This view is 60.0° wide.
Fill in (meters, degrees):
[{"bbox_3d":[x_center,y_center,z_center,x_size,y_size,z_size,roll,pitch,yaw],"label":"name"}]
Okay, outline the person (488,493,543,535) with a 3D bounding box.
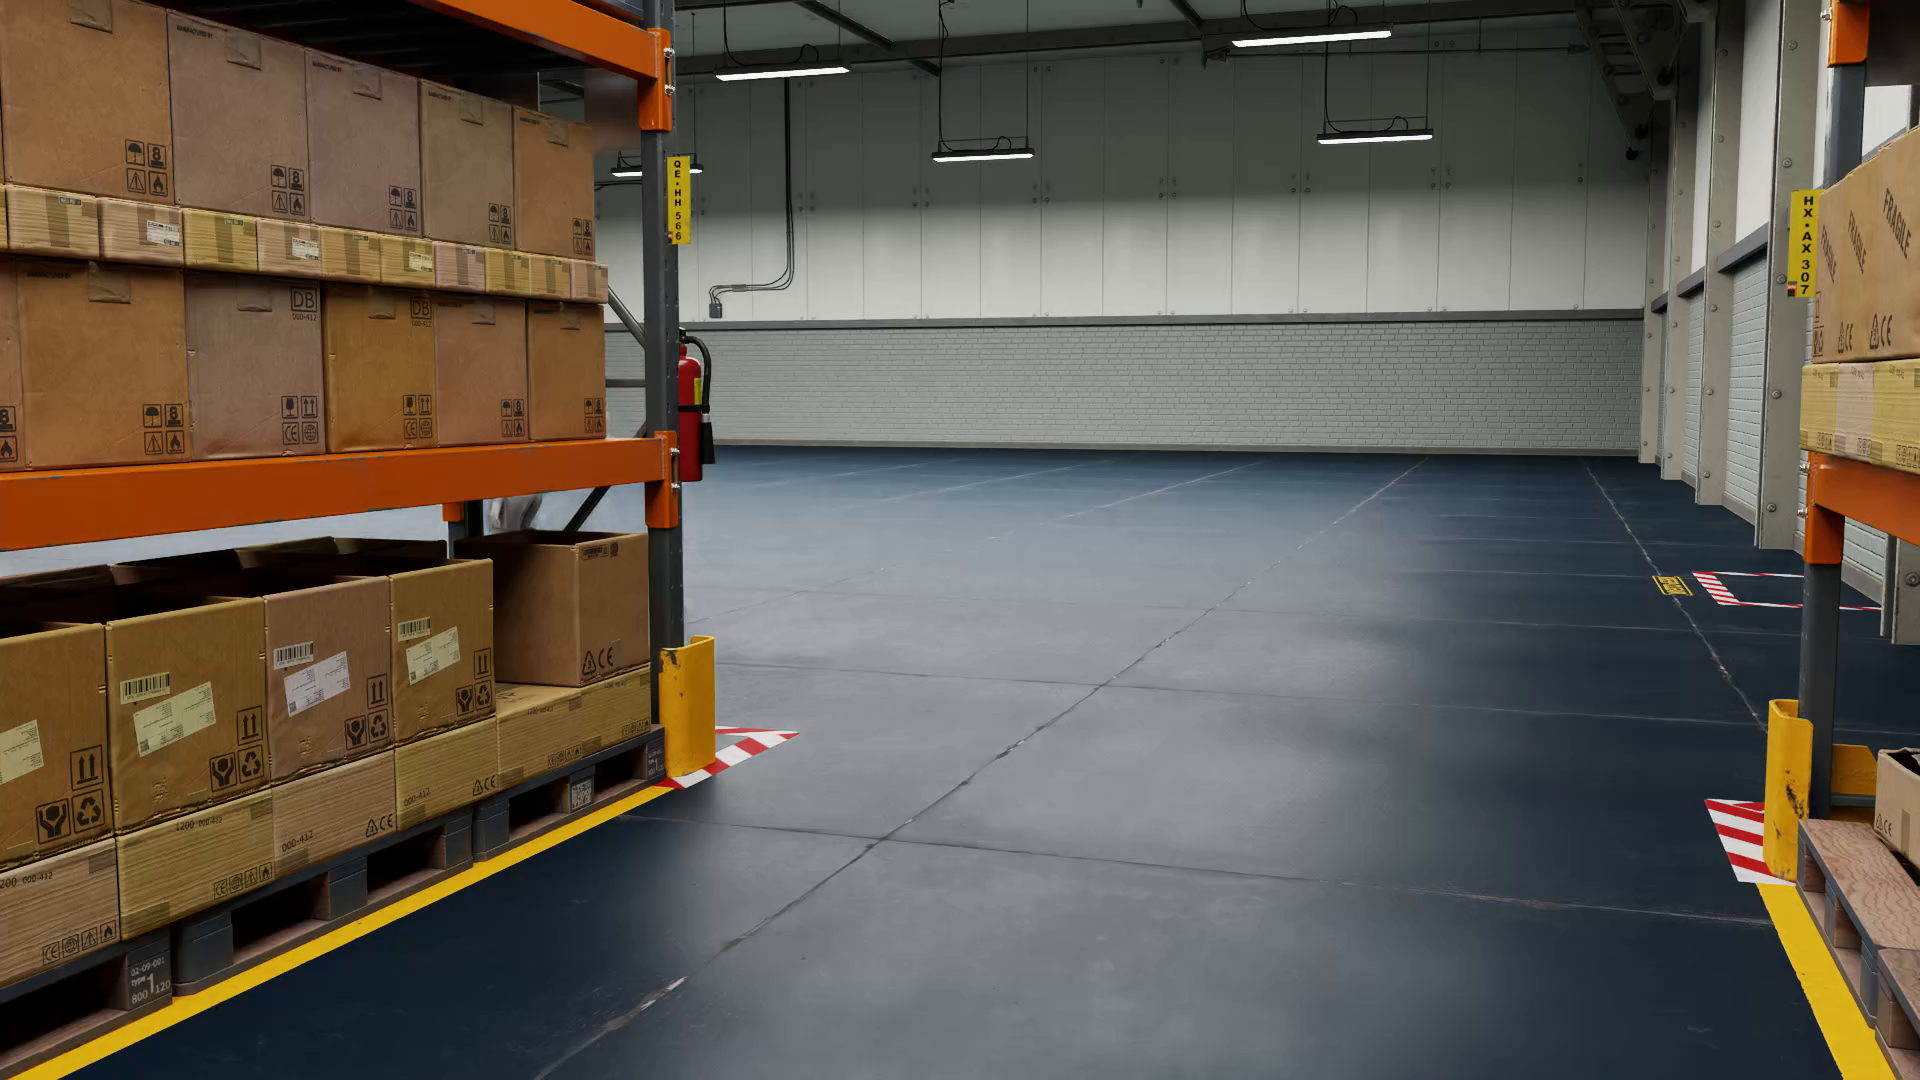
[{"bbox_3d":[-2.543,-0.266,9.703,0.497,1.677,0.493,1,5,12],"label":"person"}]
